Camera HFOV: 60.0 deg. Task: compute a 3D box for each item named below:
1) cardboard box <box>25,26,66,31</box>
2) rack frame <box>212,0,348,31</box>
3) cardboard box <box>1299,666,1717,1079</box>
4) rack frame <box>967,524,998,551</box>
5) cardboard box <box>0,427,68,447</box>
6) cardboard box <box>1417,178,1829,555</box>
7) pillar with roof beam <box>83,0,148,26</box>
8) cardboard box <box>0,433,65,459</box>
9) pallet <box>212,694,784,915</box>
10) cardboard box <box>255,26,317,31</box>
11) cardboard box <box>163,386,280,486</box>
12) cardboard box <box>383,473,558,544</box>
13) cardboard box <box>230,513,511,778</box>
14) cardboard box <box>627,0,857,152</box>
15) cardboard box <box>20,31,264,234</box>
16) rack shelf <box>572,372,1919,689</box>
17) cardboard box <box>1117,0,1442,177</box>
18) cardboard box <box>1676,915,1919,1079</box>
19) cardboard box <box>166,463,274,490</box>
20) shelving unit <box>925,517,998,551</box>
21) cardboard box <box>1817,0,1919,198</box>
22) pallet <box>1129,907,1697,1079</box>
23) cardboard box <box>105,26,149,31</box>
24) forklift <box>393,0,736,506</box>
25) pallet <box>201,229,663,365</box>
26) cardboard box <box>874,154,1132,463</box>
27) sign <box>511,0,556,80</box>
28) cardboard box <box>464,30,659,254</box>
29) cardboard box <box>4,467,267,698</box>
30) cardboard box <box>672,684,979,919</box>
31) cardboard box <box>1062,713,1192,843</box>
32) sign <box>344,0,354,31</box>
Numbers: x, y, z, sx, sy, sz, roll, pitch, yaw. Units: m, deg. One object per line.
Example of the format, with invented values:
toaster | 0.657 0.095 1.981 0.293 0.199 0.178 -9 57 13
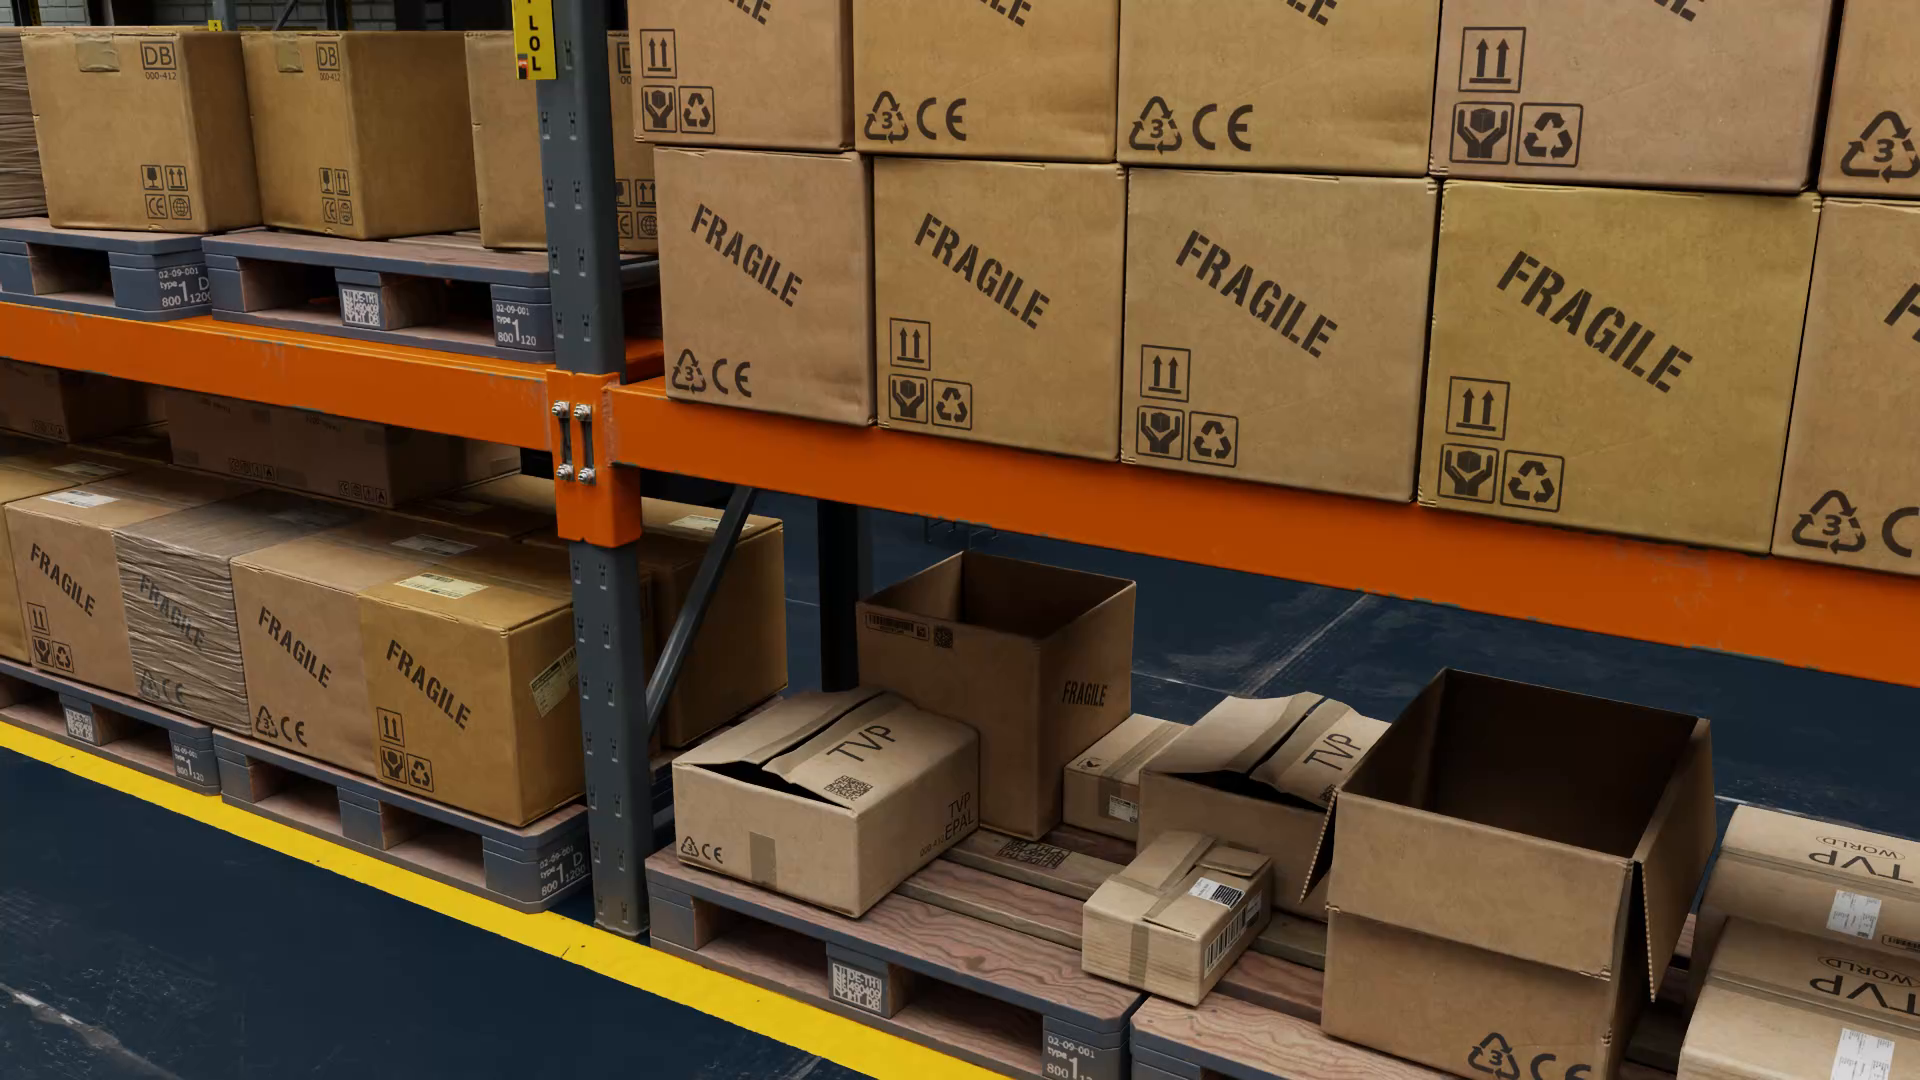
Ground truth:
cardboard box | -6.629 -3.611 12.542 0.500 0.500 0.500 11 20 32
rack frame | -4.769 -3.087 11.881 0.127 3.000 1.000 10 20 30
cardboard box | 1.062 0.626 3.197 0.637 0.503 0.797 10 20 30
rack frame | 0.094 -0.414 6.695 0.006 0.900 0.240 10 20 30
cardboard box | -3.030 -0.181 5.860 0.500 0.500 0.500 11 20 32
cardboard box | 1.047 -0.314 2.583 0.500 0.500 0.500 10 19 29
pillar with roof beam | -9.382 -5.607 9.857 0.400 9.000 9.100 10 20 30
cardboard box | -3.263 -0.047 5.418 0.500 0.500 0.500 9 19 28
pallet | -1.254 0.578 4.616 1.213 0.211 1.003 10 20 30
cardboard box | -5.060 -3.506 12.197 0.500 0.500 0.500 10 19 29
cardboard box | -2.106 -0.378 5.217 0.500 0.250 0.500 10 19 29
cardboard box | -1.287 0.131 4.833 0.500 0.500 0.500 10 20 31
cardboard box | -1.529 0.262 4.402 0.500 0.500 0.500 10 20 30
cardboard box | -0.287 -1.027 3.209 0.500 0.500 0.500 11 20 31
cardboard box | -2.079 -1.144 4.593 0.500 0.500 0.700 5 18 16
rack shelf | 1.163 0.006 2.938 4.000 0.370 1.077 10 20 30
cardboard box | 0.590 -0.870 2.694 0.500 0.500 0.500 9 19 28
cardboard box | 1.481 0.898 2.739 0.500 0.250 0.500 10 20 30
cardboard box | -2.139 -0.024 5.343 0.500 0.500 0.500 9 19 28
shelving unit | 0.007 -0.429 6.746 0.210 0.900 0.258 10 20 30
cardboard box | 1.469 -0.714 2.178 0.500 0.500 0.500 11 20 32
pallet | 1.087 0.982 3.285 1.213 0.211 1.003 10 20 30
cardboard box | -5.762 -3.453 12.021 0.500 0.500 0.500 10 20 30
forklift | -2.277 -1.775 7.682 3.031 2.935 1.130 9 19 28
pallet | -1.165 -0.699 4.352 1.213 0.211 1.003 10 20 30
cardboard box | 0.188 -0.468 3.089 0.500 0.500 0.500 11 20 31
sign | -0.829 -1.058 3.212 0.005 0.325 0.100 10 20 30
cardboard box | -0.828 -1.018 4.179 0.500 0.500 0.700 4 17 12
cardboard box | -2.390 0.109 4.906 0.500 0.500 0.500 9 19 28
cardboard box | -0.297 0.551 3.775 0.500 0.311 0.500 10 20 30
cardboard box | 0.443 0.570 3.992 0.250 0.149 0.380 10 20 30
sign | -4.482 -3.779 12.167 0.005 0.325 0.100 10 20 30
